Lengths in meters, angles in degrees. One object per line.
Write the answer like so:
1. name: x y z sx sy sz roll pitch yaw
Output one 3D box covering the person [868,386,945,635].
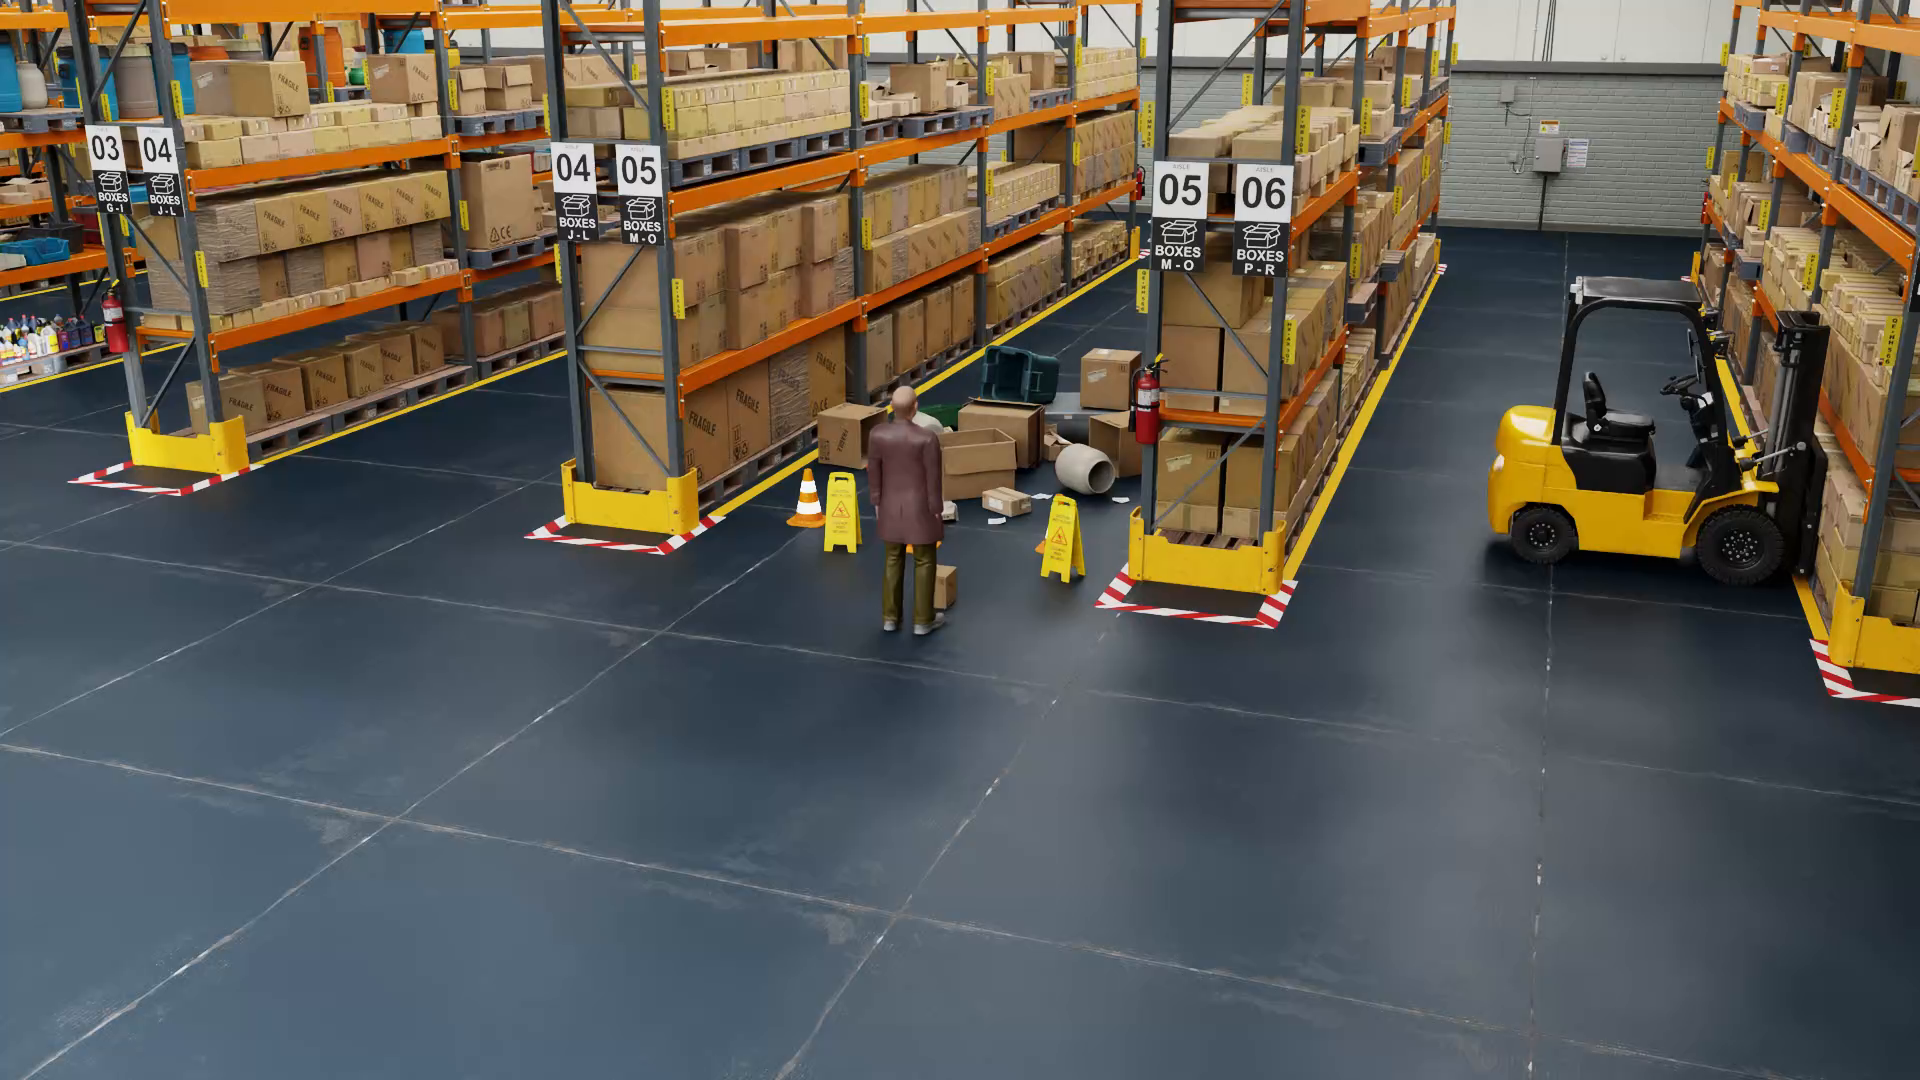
1. person: -0.374 -0.224 11.765 0.565 1.776 0.377 7 20 20
